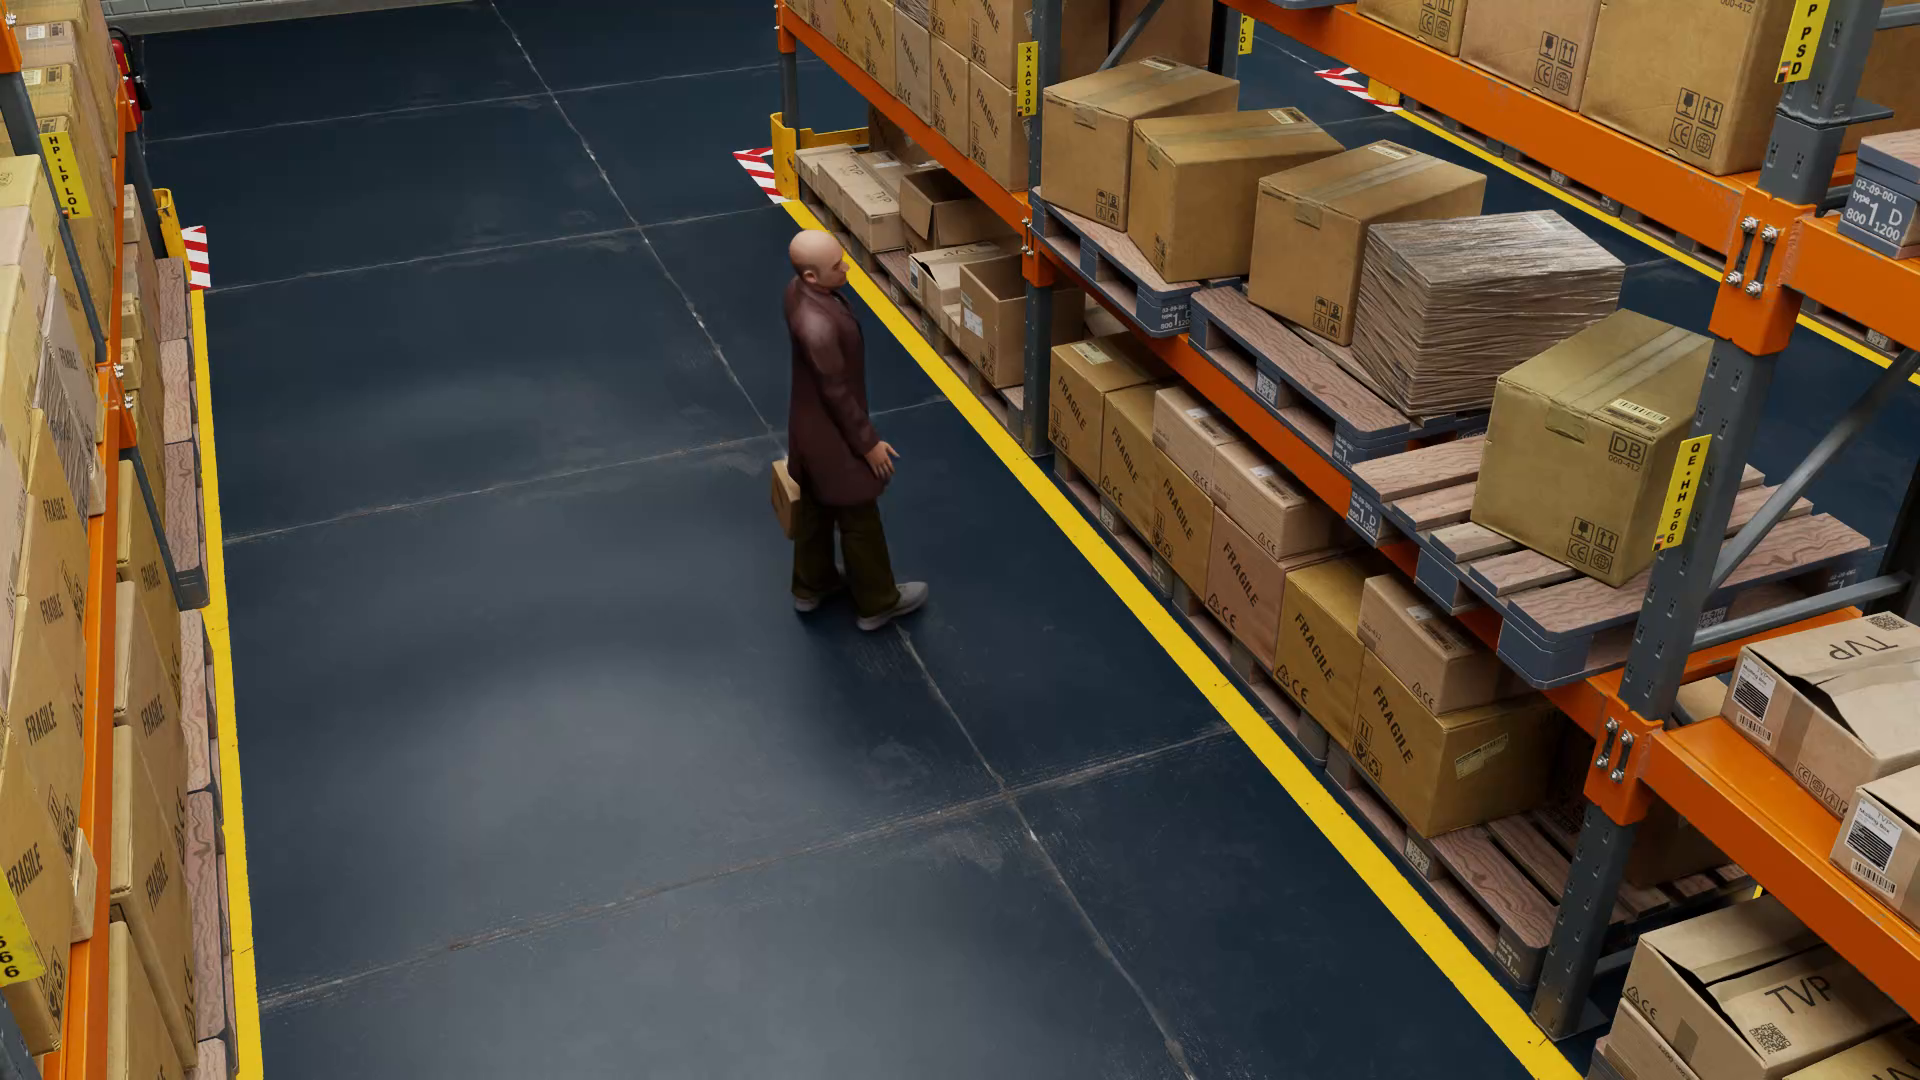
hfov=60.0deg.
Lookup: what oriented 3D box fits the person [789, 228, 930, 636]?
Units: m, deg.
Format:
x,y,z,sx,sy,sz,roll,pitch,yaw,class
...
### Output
x,y,z,sx,sy,sz,roll,pitch,yaw,class
-0.435,-0.431,6.764,0.610,1.780,0.641,0,33,0,person
